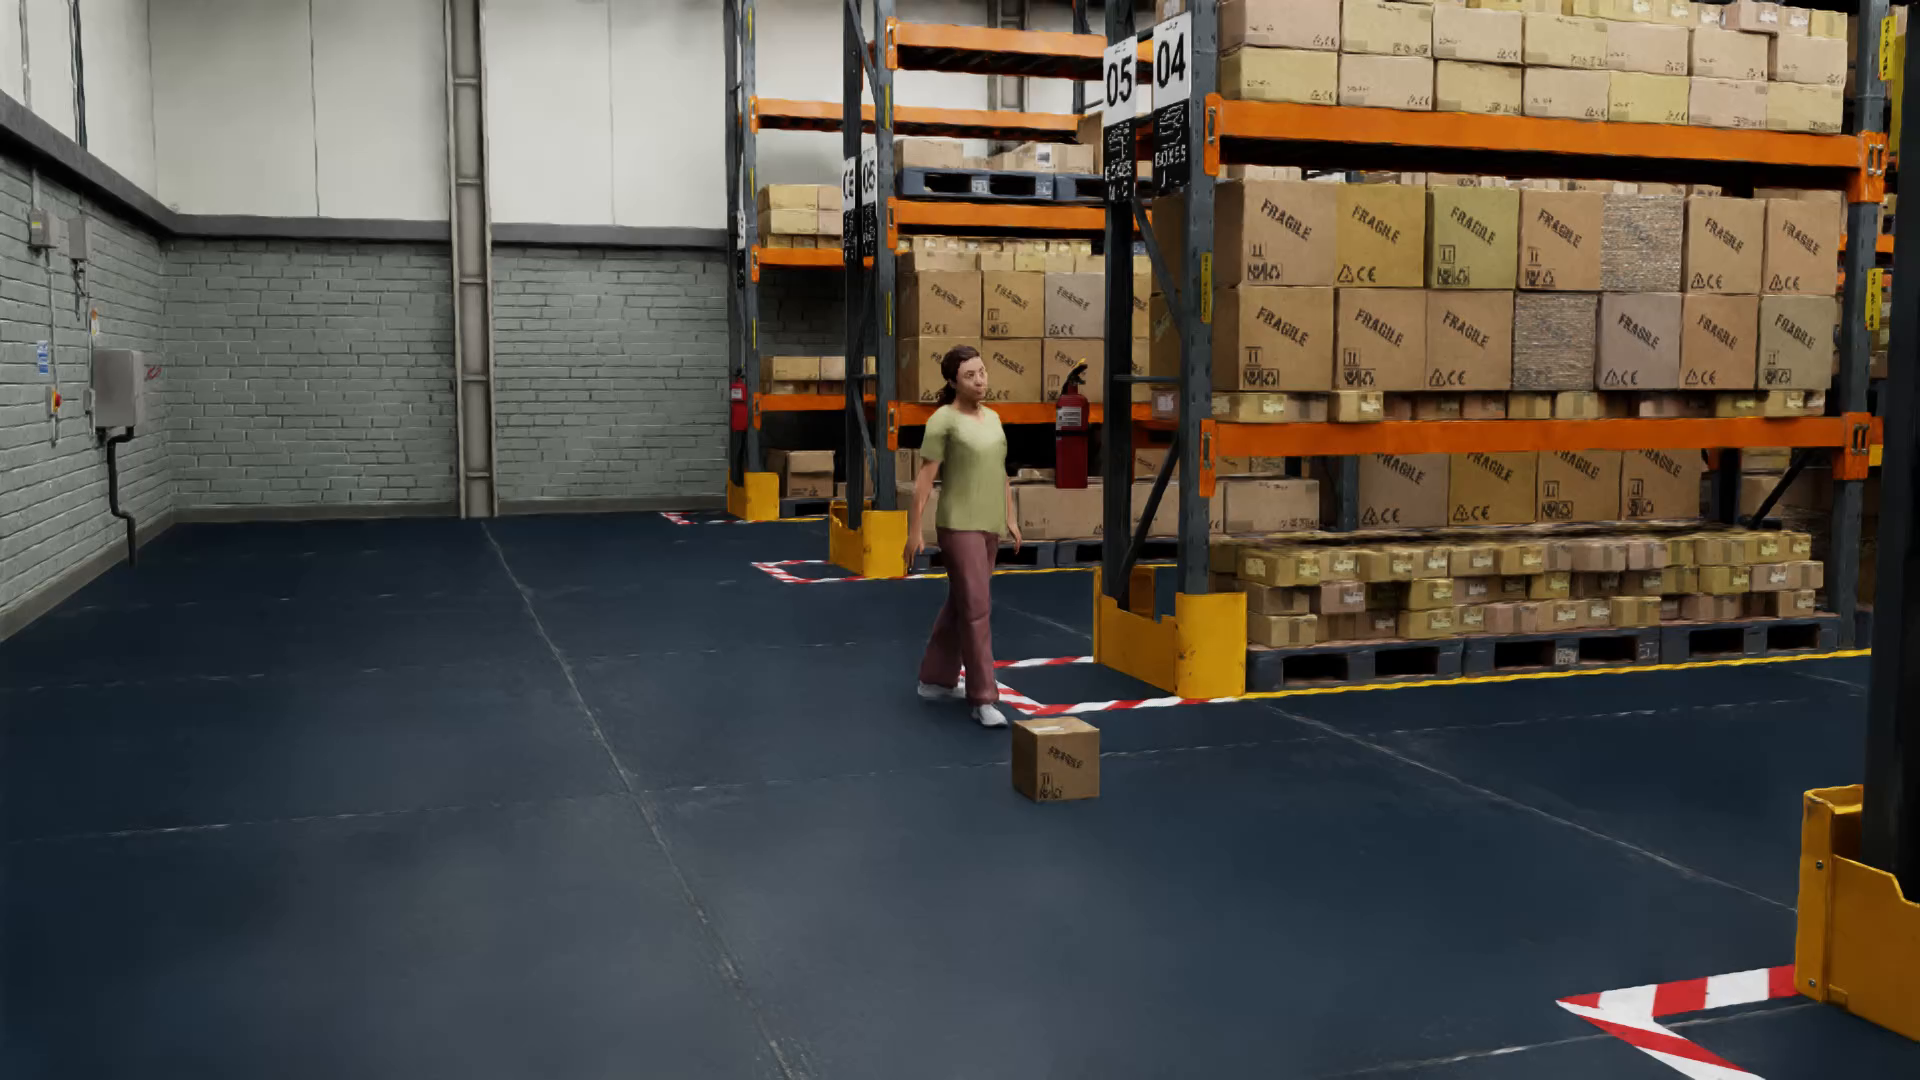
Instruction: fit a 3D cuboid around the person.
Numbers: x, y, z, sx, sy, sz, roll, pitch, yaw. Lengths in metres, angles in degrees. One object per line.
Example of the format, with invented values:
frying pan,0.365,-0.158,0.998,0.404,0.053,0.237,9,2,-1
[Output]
person,0.020,-0.037,7.428,0.665,1.663,0.585,5,8,40
